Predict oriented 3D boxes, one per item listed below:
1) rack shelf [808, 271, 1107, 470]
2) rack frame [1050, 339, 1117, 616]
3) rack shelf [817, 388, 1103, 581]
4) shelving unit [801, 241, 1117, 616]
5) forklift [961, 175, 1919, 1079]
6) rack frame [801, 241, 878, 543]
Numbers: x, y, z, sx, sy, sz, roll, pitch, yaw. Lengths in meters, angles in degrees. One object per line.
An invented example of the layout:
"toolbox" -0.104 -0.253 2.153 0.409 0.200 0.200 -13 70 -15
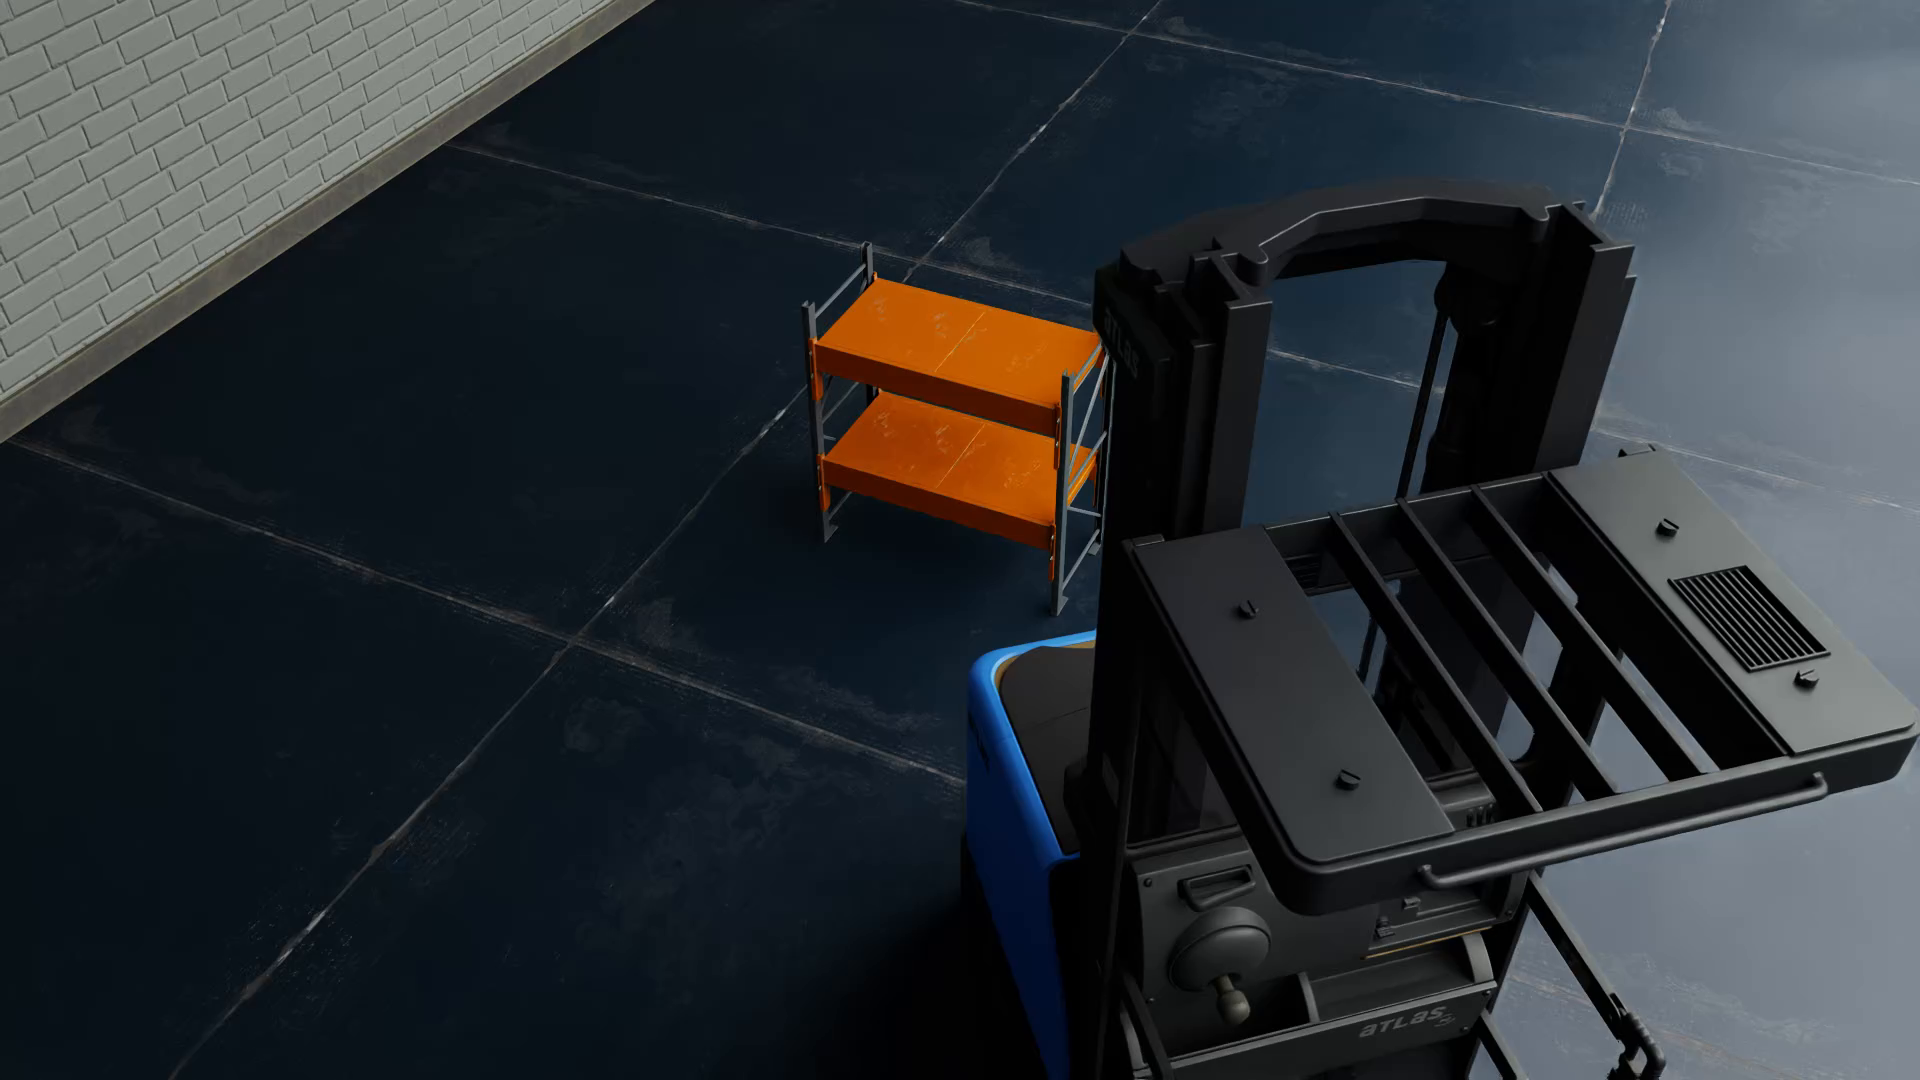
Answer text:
"rack shelf" 0.006 -0.644 6.188 1.000 0.278 0.538 17 44 19
"rack frame" 0.467 -0.282 6.217 0.032 1.125 0.500 17 44 19
"rack shelf" 0.006 -0.238 6.540 1.000 0.278 0.538 17 44 19
"shelving unit" 0.006 -0.423 6.379 1.048 1.125 0.538 17 44 19
"forklift" 0.888 0.876 3.502 1.130 2.935 3.031 -10 42 -12
"rack frame" -0.455 -0.564 6.542 0.032 1.125 0.500 17 44 19
